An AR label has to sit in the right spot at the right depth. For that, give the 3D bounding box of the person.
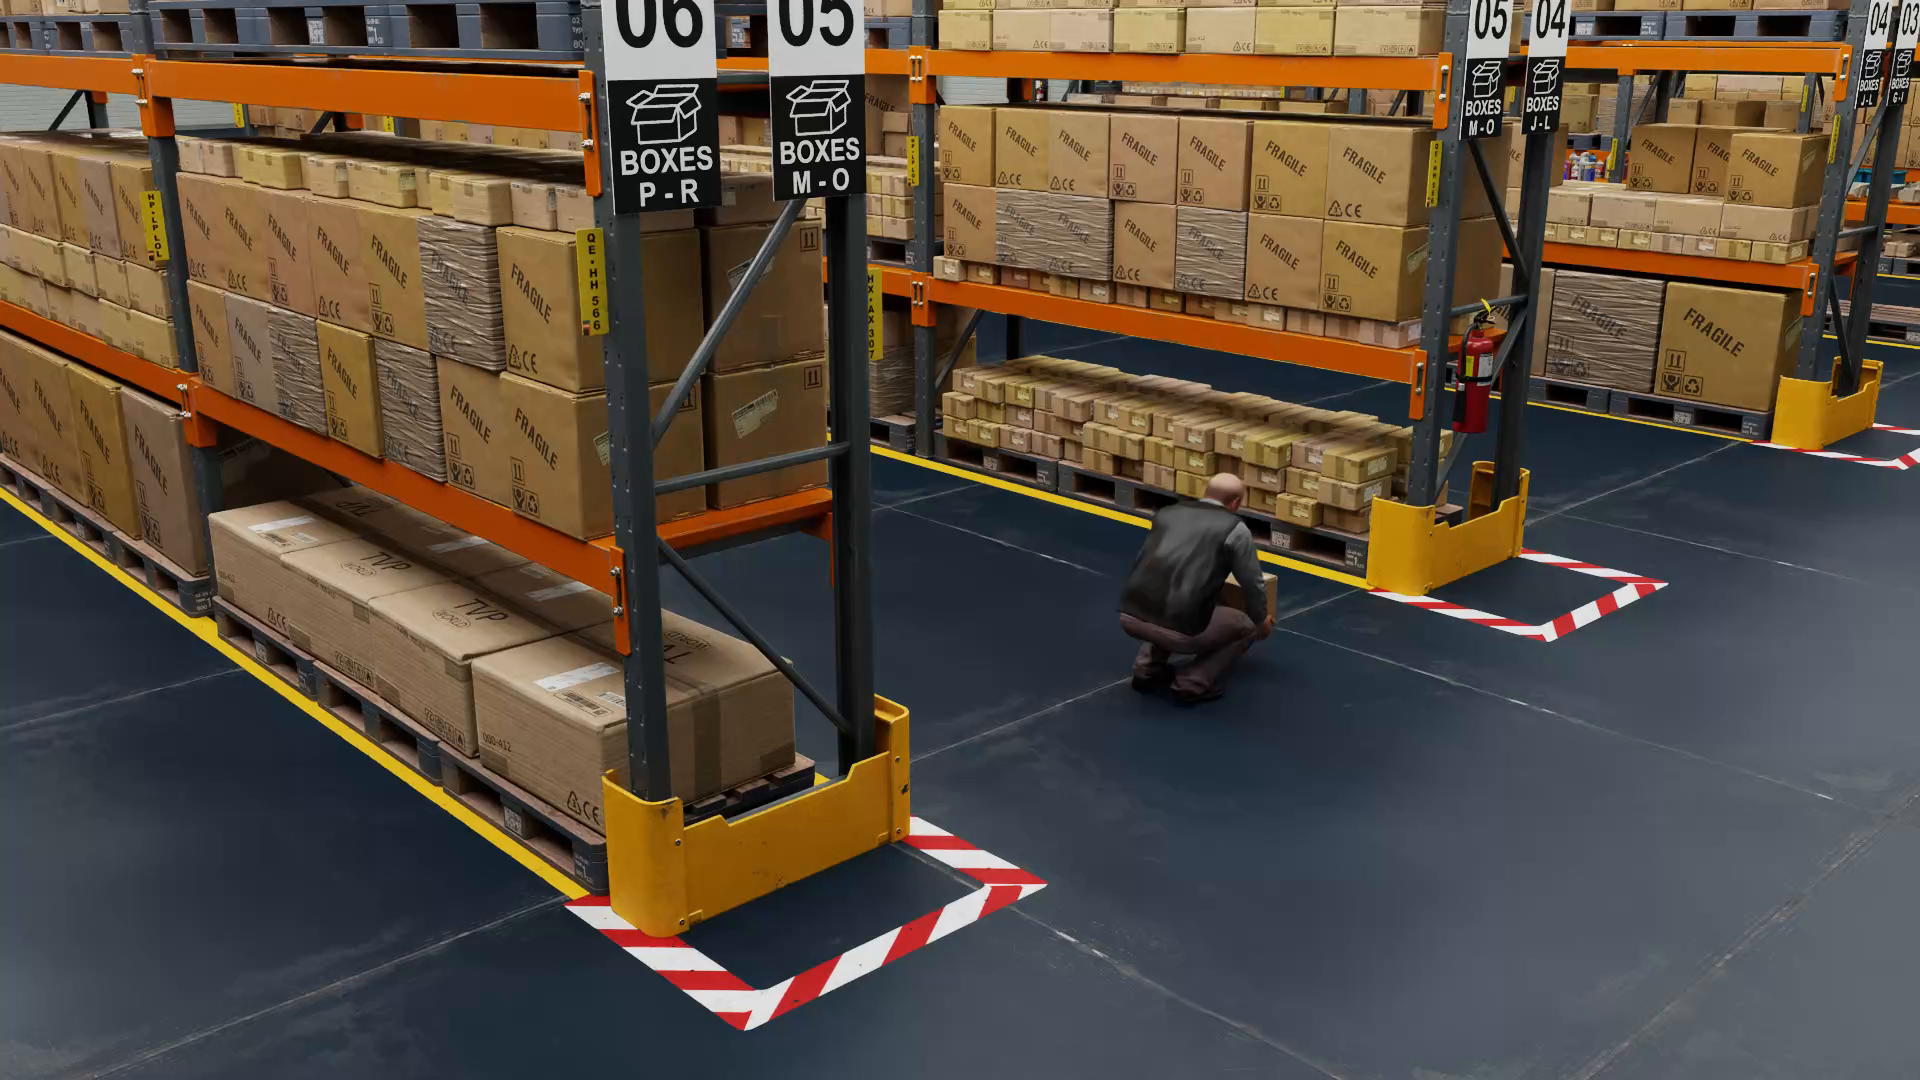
[{"bbox_3d":[1.097,0.214,7.697,0.861,0.968,0.529,-16,23,-41],"label":"person"}]
